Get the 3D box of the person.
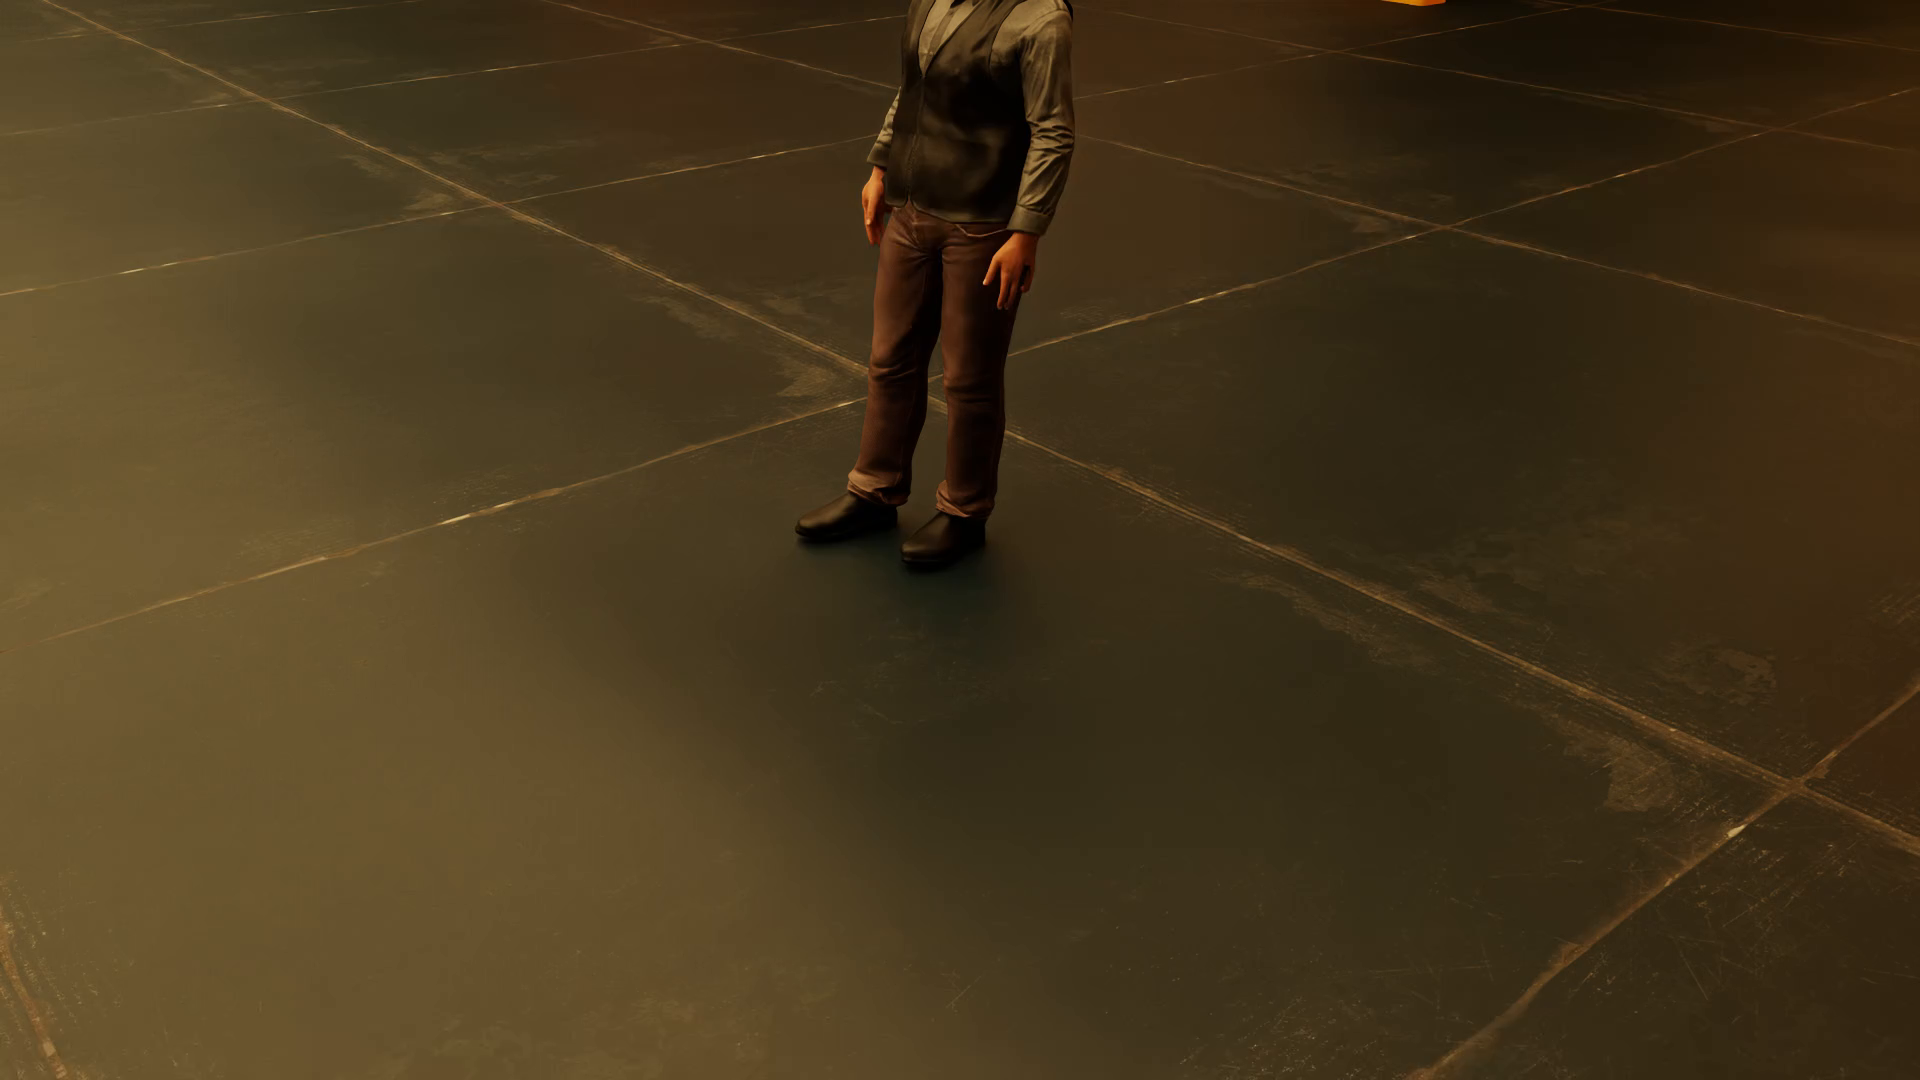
[{"bbox_3d":[-0.053,-0.763,4.085,0.568,1.720,0.632,-20,33,-35],"label":"person"}]
